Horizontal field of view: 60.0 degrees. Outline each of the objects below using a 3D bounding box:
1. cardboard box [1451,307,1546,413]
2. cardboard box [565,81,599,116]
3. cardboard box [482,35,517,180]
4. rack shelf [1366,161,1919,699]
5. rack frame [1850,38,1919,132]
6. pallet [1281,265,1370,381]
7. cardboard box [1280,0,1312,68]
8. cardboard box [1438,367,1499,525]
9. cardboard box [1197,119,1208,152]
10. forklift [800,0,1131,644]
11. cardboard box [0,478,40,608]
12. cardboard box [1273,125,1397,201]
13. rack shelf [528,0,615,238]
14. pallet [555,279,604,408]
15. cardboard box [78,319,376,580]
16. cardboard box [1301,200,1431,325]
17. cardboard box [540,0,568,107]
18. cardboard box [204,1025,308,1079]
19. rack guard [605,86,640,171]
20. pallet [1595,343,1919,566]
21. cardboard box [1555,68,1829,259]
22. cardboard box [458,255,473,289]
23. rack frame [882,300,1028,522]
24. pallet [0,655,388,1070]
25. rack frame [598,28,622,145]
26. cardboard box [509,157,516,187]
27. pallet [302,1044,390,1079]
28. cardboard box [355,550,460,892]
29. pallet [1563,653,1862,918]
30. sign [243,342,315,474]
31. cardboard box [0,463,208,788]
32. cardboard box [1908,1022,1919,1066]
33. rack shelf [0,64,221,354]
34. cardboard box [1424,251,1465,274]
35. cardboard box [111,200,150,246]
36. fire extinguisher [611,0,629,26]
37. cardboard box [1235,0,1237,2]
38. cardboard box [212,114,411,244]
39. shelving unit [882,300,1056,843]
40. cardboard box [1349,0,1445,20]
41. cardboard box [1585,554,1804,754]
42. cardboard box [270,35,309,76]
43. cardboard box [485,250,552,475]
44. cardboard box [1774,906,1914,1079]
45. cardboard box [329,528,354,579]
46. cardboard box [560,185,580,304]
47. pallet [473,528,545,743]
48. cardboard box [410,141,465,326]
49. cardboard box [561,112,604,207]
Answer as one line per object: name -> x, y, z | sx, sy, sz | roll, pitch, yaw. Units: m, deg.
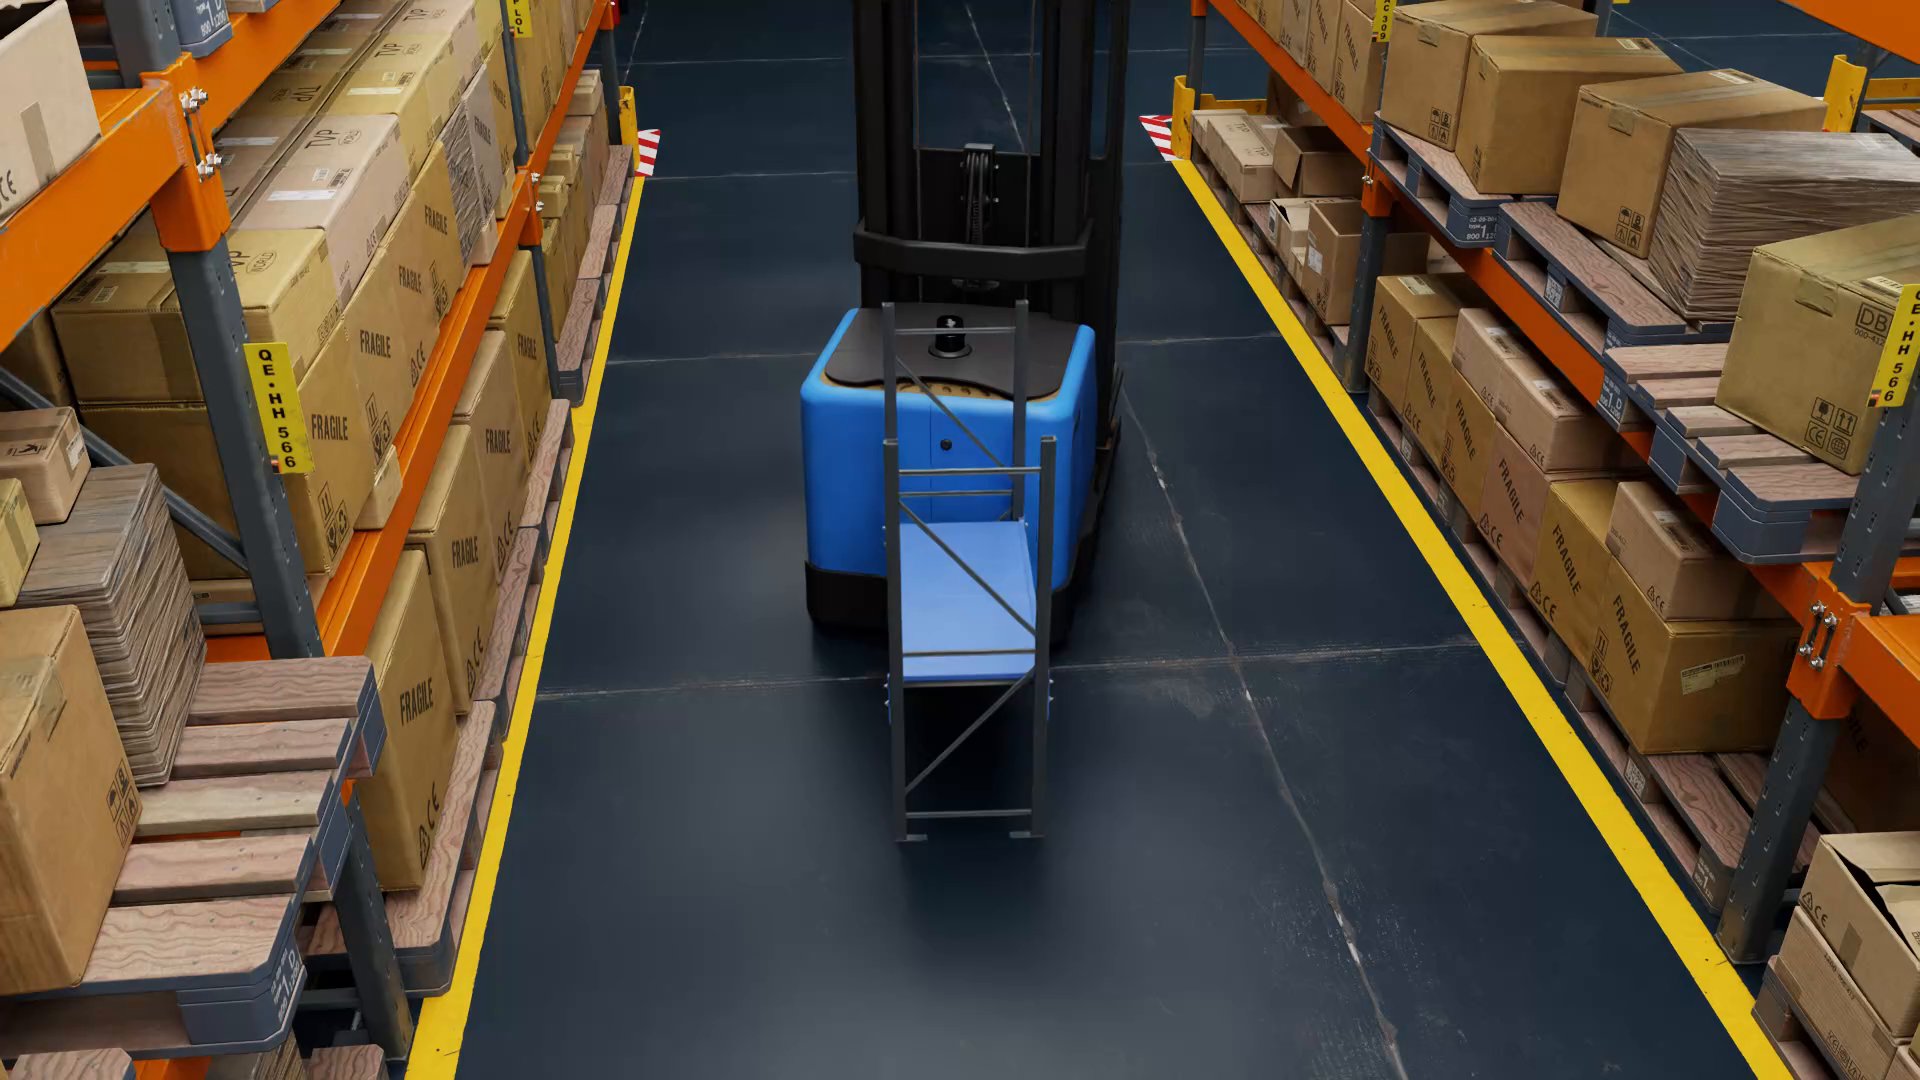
cardboard box -> 2.370, -0.752, 6.860 | 0.500, 0.250, 0.500 | -3, 31, -4
cardboard box -> -2.448, -2.732, 10.294 | 0.380, 0.149, 0.250 | -2, 31, -3
cardboard box -> -2.163, -1.799, 6.930 | 0.500, 0.500, 0.500 | -3, 31, -5
rack shelf -> 2.661, -0.753, 6.287 | 1.077, 0.370, 4.000 | -3, 31, -5
rack frame -> 7.033, -4.361, 11.625 | 1.000, 3.000, 0.127 | -3, 31, -5
pallet -> 2.411, -1.236, 9.114 | 1.003, 0.211, 1.213 | -3, 31, -5
cardboard box -> 2.072, -2.894, 9.073 | 0.500, 0.500, 0.500 | -2, 31, -3
cardboard box -> 2.377, -0.413, 7.025 | 0.500, 0.500, 0.500 | -2, 31, -4
cardboard box -> 1.821, -2.740, 11.246 | 0.380, 0.166, 0.250 | -3, 31, -5
forklift -> 0.163, -1.594, 7.060 | 1.130, 2.935, 3.031 | 5, 31, 9
cardboard box -> -1.977, 0.026, 3.122 | 0.380, 0.149, 0.250 | -8, 32, -13
cardboard box -> 2.294, -2.159, 9.945 | 0.797, 0.503, 0.637 | -3, 31, -5
rack shelf -> -2.644, -2.556, 9.306 | 1.077, 0.370, 4.000 | -3, 31, -5
pallet -> -2.450, -1.039, 8.783 | 1.003, 0.211, 1.213 | -3, 31, -5
cardboard box -> -1.874, -0.241, 4.321 | 0.500, 0.500, 0.500 | -2, 31, -3
cardboard box -> 2.139, -1.476, 8.805 | 0.500, 0.500, 0.500 | -3, 31, -5
cardboard box -> -2.555, -2.623, 8.424 | 0.980, 0.700, 0.700 | -4, 31, -6
cardboard box -> -1.964, 1.448, 3.910 | 0.700, 0.500, 0.500 | -2, 31, -4
rack guard -> -2.833, -2.825, 11.492 | 1.175, 0.500, 0.348 | -3, 31, -5
pallet -> 2.715, -0.301, 5.016 | 1.213, 0.211, 1.003 | -3, 31, -5
cardboard box -> 2.701, -1.407, 6.174 | 0.700, 0.500, 0.500 | -11, 32, -17
cardboard box -> -2.078, -1.063, 6.331 | 0.380, 0.149, 0.250 | -3, 31, -5
rack frame -> -0.017, -0.166, 6.066 | 0.500, 1.500, 0.032 | -1, 31, -2
pallet -> -1.911, 0.640, 3.441 | 1.213, 0.211, 1.003 | -3, 31, -5
rack frame -> -2.831, -3.886, 10.831 | 1.000, 3.000, 0.127 | -3, 31, -5
cardboard box -> -2.144, -1.585, 7.205 | 0.380, 0.149, 0.250 | -2, 31, -4
pallet -> -2.012, 1.795, 4.040 | 1.003, 0.211, 1.213 | -3, 31, -5
cardboard box -> -2.022, 0.559, 5.075 | 0.750, 0.750, 0.750 | -3, 31, -5
pallet -> 2.816, 0.773, 5.749 | 1.003, 0.211, 1.213 | -3, 31, -5
sign -> -1.544, -0.295, 3.768 | 0.100, 0.325, 0.005 | -3, 31, -5
cardboard box -> -2.030, 0.206, 3.453 | 0.700, 0.500, 0.500 | -6, 31, -10
cardboard box -> 2.662, 1.268, 3.927 | 0.500, 0.311, 0.500 | -3, 31, -6
rack shelf -> -1.897, 0.241, 1.698 | 1.077, 0.370, 4.000 | -3, 31, -5
cardboard box -> 2.650, -1.342, 8.765 | 0.500, 0.311, 0.500 | -3, 31, -5
cardboard box -> -2.429, -0.786, 4.503 | 0.500, 0.250, 0.500 | -4, 31, -6
fire extinguisher -> -2.386, -3.792, 11.112 | 0.296, 0.674, 0.183 | -3, 31, -5
cardboard box -> 1.933, -3.666, 10.365 | 0.500, 0.500, 0.500 | -3, 31, -5
cardboard box -> -1.971, -1.076, 4.988 | 0.500, 0.250, 0.500 | -3, 31, -4
shelving unit -> 0.006, 0.094, 5.630 | 0.538, 1.500, 1.048 | -1, 31, -2
cardboard box -> 2.169, -2.801, 7.942 | 0.500, 0.500, 0.500 | -3, 31, -4
cardboard box -> 2.527, 0.377, 5.702 | 0.500, 0.500, 0.500 | -2, 31, -3
cardboard box -> -2.566, -1.575, 5.824 | 0.500, 0.250, 0.500 | -4, 31, -6
cardboard box -> -2.267, -0.776, 7.310 | 0.750, 0.750, 0.750 | -2, 31, -4
cardboard box -> 2.605, 1.241, 4.519 | 0.500, 0.250, 0.500 | -3, 31, -5
cardboard box -> -1.899, -0.011, 4.568 | 0.380, 0.149, 0.250 | -2, 31, -4
cardboard box -> -2.469, -1.594, 9.022 | 0.700, 0.500, 0.500 | -3, 31, -5
pallet -> -2.193, 0.368, 6.428 | 1.003, 0.211, 1.213 | -3, 31, -5
cardboard box -> -2.016, -1.028, 5.638 | 0.500, 0.500, 0.500 | -2, 31, -3
cardboard box -> -2.619, -2.385, 10.346 | 0.700, 0.500, 0.500 | -3, 31, -5
